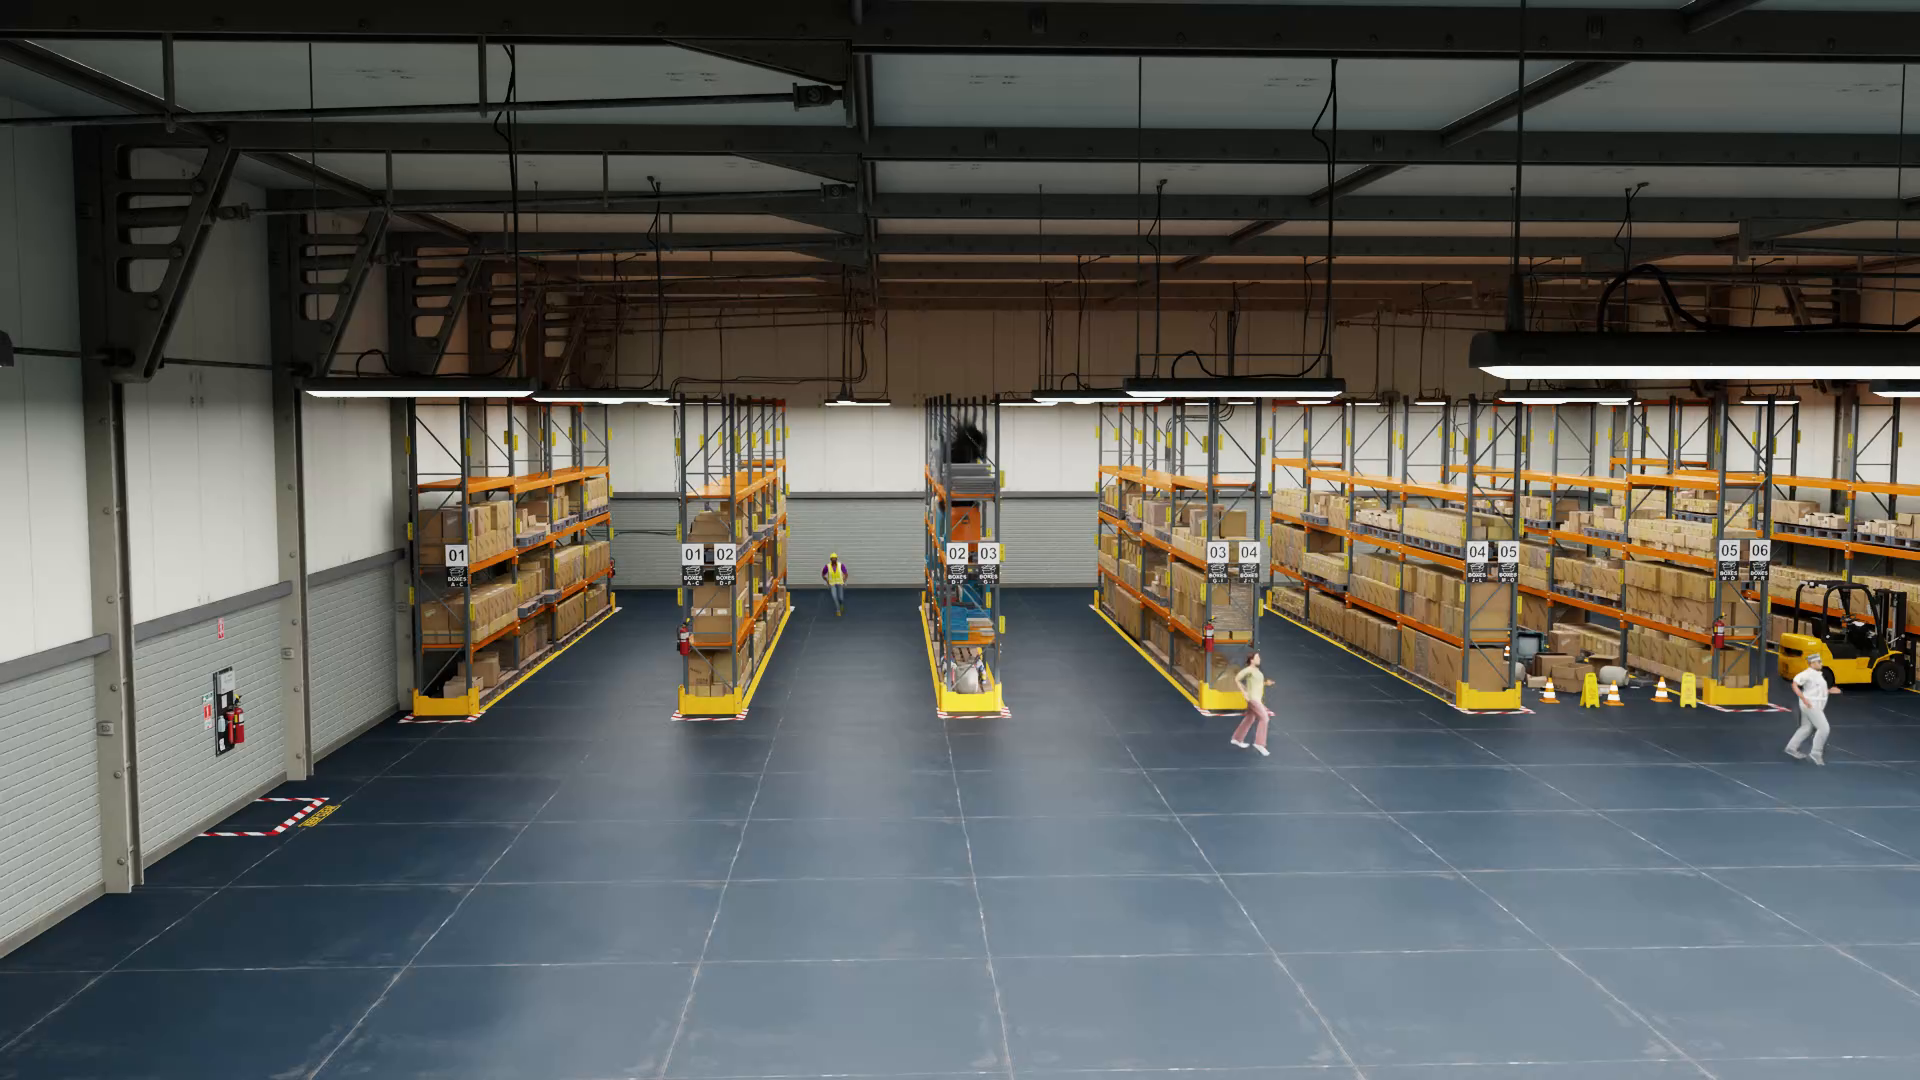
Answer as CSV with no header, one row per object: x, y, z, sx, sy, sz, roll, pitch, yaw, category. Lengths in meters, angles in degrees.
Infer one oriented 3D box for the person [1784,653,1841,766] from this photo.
13.764,2.733,26.855,0.791,1.851,0.638,3,6,36,person

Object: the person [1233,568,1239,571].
7.736,1.099,47.120,0.698,1.771,0.927,1,5,15,person

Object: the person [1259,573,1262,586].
7.790,1.322,44.771,0.667,1.776,0.711,0,5,2,person

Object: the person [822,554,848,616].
-3.470,1.232,46.073,0.721,1.727,0.651,-1,5,-9,person

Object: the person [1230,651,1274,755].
4.869,2.701,27.672,0.720,1.725,0.544,2,5,23,person
